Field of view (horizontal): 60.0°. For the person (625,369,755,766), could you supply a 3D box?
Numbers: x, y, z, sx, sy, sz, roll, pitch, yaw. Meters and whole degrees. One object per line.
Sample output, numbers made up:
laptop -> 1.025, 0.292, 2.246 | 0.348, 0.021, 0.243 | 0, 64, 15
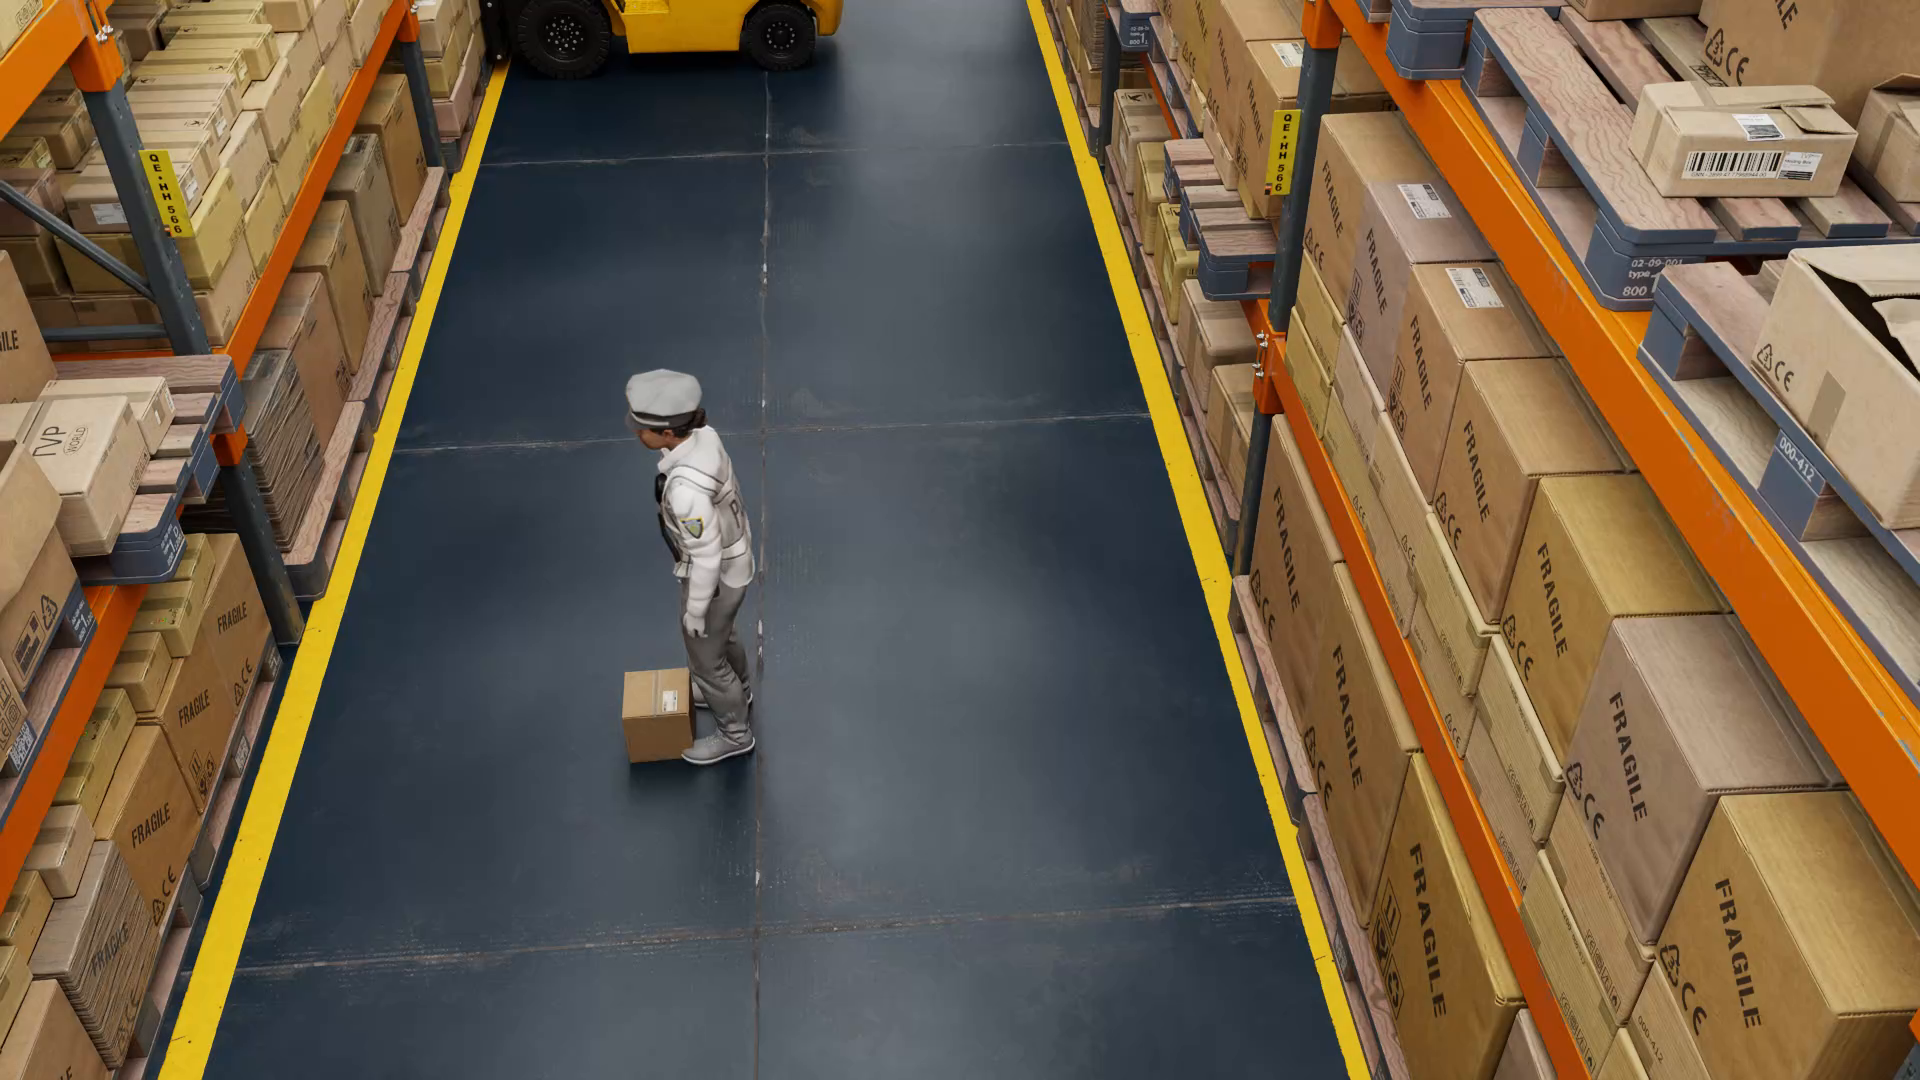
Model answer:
person -> -0.930, 0.115, 6.011 | 0.378, 1.663, 0.536 | -4, 40, -5
